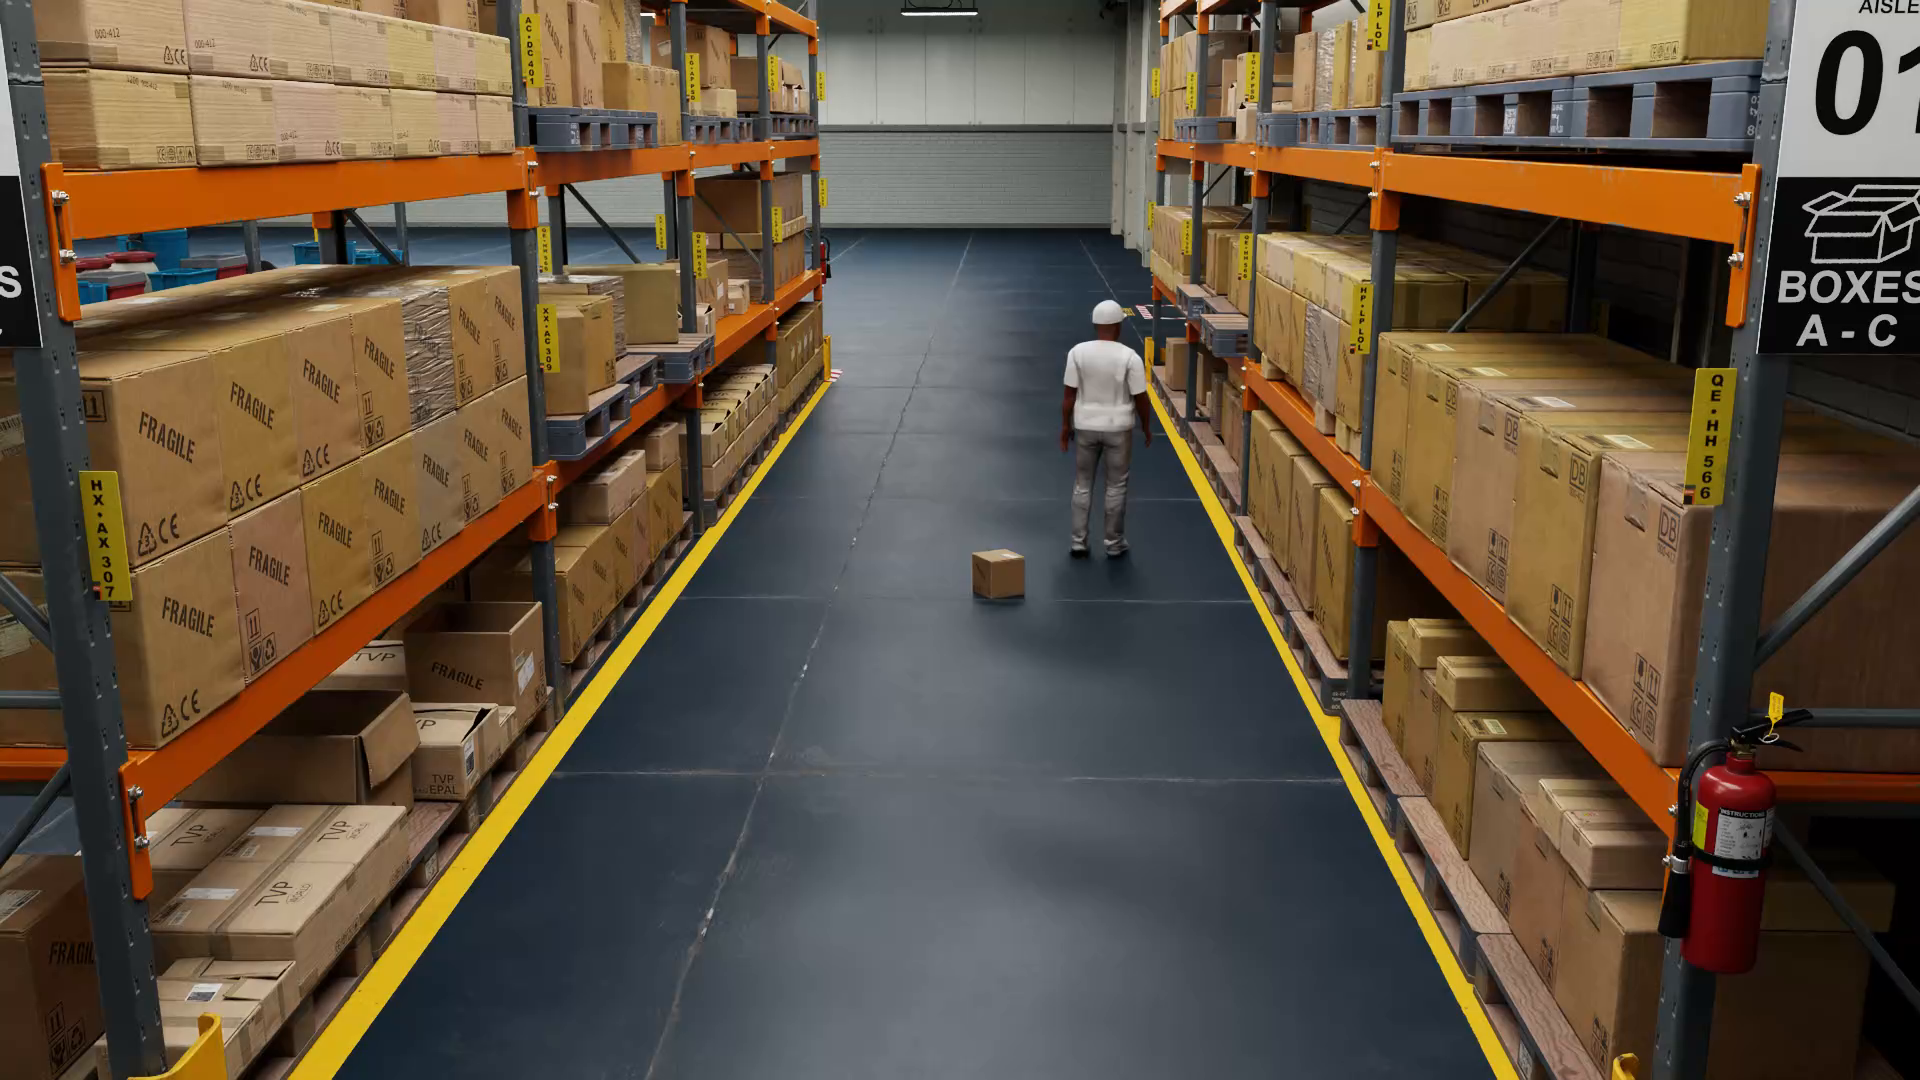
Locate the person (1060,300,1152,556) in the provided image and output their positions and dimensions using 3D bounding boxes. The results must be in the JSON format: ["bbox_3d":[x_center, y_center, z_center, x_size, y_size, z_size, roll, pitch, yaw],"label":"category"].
[{"bbox_3d":[1.009,-0.747,11.456,0.614,1.815,0.456,5,15,20],"label":"person"}]
